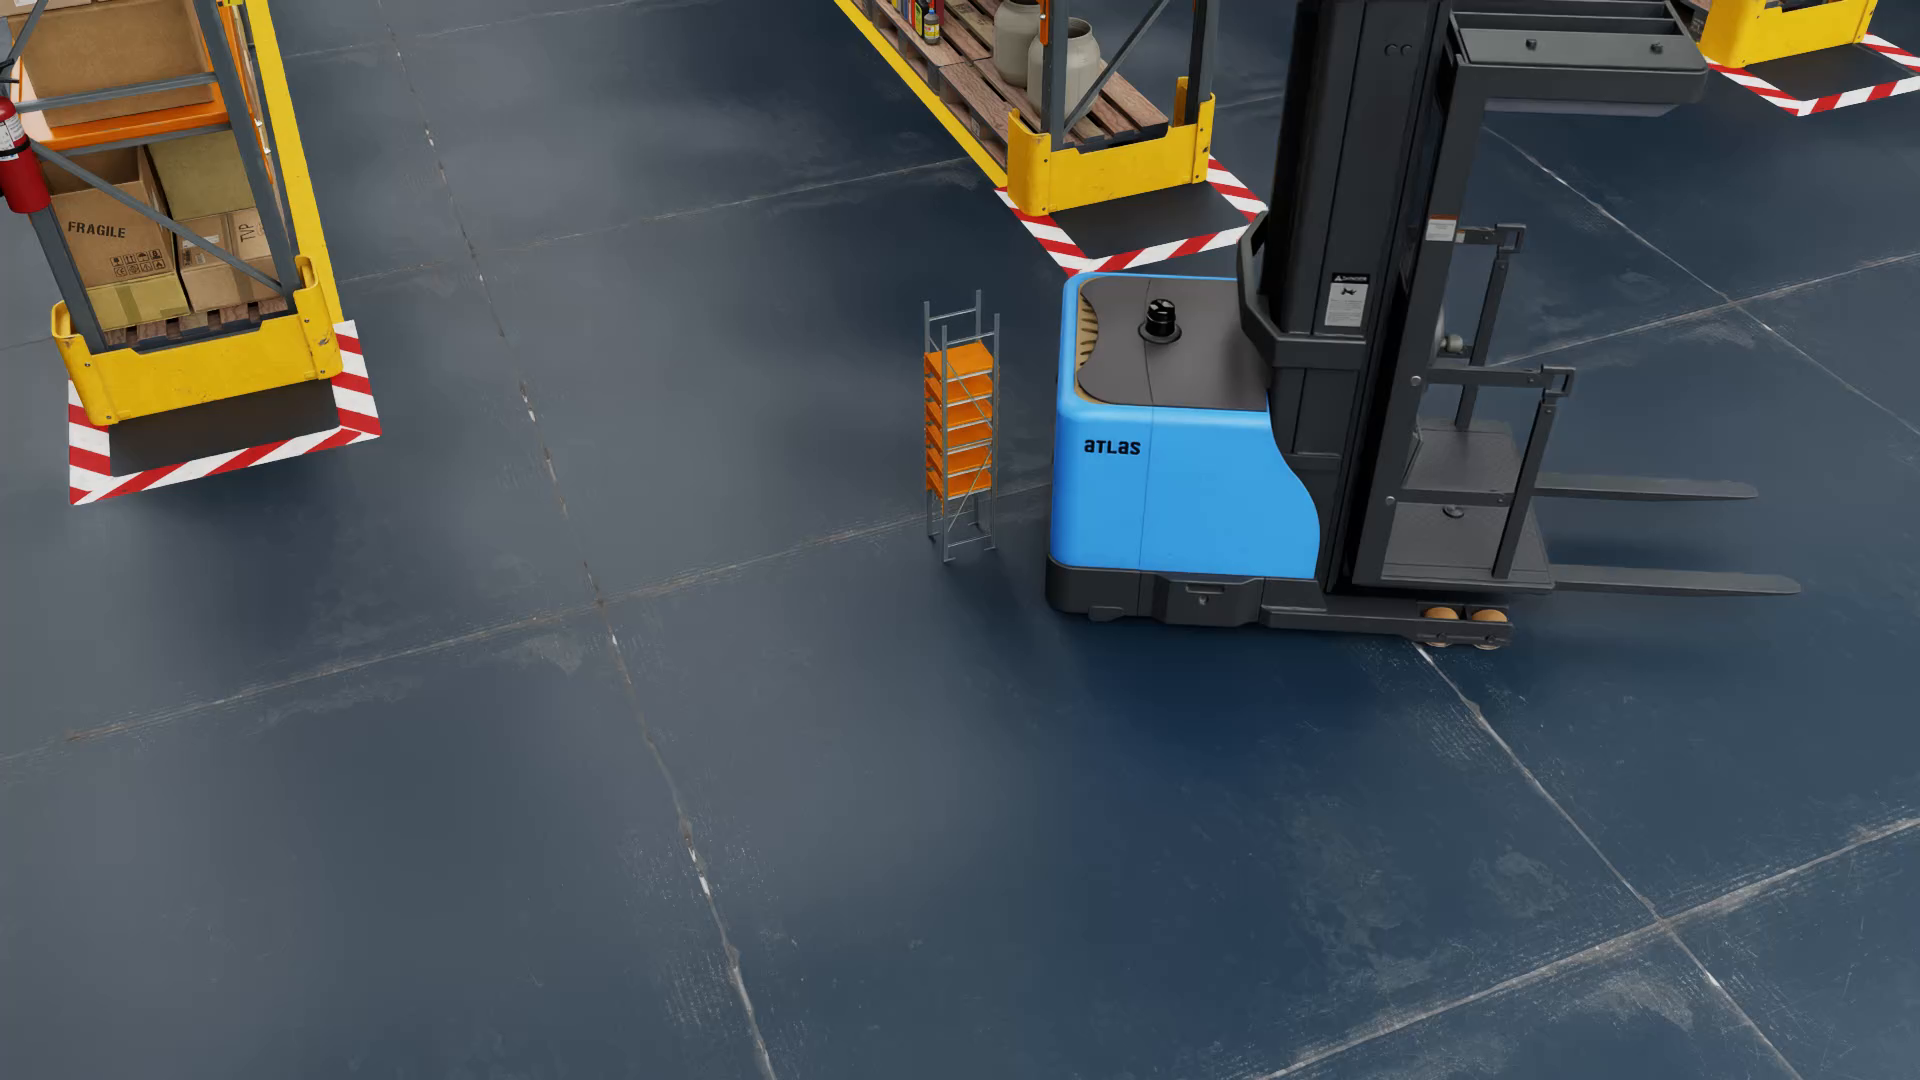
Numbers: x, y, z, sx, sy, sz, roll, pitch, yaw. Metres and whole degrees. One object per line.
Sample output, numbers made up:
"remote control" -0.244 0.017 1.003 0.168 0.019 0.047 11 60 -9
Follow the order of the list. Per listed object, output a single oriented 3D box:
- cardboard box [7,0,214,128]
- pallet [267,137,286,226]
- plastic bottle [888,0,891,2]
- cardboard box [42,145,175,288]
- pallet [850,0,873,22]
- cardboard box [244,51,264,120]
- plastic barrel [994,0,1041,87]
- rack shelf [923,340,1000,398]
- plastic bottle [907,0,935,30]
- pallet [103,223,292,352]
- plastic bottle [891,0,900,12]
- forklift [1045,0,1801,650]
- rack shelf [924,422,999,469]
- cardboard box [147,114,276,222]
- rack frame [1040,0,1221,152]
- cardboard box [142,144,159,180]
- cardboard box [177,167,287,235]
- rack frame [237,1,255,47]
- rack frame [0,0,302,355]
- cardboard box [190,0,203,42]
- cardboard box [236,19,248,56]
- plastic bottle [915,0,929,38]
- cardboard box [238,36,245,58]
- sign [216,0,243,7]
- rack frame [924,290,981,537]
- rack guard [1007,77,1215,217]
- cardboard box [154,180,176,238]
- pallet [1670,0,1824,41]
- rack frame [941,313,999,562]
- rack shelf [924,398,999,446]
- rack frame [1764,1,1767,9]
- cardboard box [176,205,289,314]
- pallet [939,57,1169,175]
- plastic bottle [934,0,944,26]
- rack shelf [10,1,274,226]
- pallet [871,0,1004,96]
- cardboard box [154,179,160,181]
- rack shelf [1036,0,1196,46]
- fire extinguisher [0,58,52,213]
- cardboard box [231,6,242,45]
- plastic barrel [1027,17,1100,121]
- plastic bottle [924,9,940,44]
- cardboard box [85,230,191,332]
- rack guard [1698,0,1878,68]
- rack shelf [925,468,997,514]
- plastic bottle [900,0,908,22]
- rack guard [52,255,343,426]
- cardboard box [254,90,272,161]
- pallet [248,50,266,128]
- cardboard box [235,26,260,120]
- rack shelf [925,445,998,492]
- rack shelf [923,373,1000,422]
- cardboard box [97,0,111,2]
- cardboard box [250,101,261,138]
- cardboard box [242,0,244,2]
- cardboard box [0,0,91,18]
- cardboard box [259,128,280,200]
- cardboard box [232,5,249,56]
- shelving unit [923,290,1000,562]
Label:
"cardboard box" -3.816 -2.250 7.489 0.700 0.500 0.500 -15 43 -17
"pallet" -4.443 -2.054 9.477 1.003 0.211 1.213 -15 43 -17
"plastic bottle" -0.441 -3.773 11.032 0.144 0.351 0.185 -15 43 -17
"cardboard box" -4.129 -1.577 7.995 0.500 0.500 0.500 -15 43 -17
"pallet" -0.383 -4.098 11.854 1.003 0.211 1.213 -15 43 -17
"cardboard box" -4.413 -2.628 9.792 0.500 0.250 0.500 -15 43 -17
"plastic barrel" 0.415 -3.056 10.090 0.421 0.512 0.421 0 41 0
"rack shelf" 0.006 -0.685 6.643 0.258 0.103 0.180 -15 43 -17
"plastic bottle" -0.250 -3.451 10.714 0.152 0.276 0.135 -15 43 -17
"pallet" -3.980 -1.321 8.624 1.003 0.211 1.213 -15 43 -17
"plastic bottle" -0.370 -3.661 10.901 0.144 0.351 0.185 -13 42 -15
"forklift" 1.893 -1.030 6.200 3.031 2.935 1.130 3 41 3
"rack shelf" 0.006 -0.413 6.878 0.258 0.103 0.180 -15 43 -17
"cardboard box" -3.842 -2.008 8.496 0.500 0.500 0.500 -15 43 -17
"rack frame" 0.929 -3.161 8.625 1.000 3.000 0.127 -15 43 -17
"cardboard box" -4.525 -2.176 8.692 0.500 0.500 0.500 -15 43 -17
"cardboard box" -3.843 -1.723 8.740 0.500 0.250 0.500 -15 43 -17
"rack frame" -5.180 -4.337 9.993 1.000 3.000 0.127 -15 43 -17
"rack frame" -3.649 -1.928 7.191 1.000 3.000 0.127 -15 43 -17
"cardboard box" -4.021 -2.565 7.856 0.700 0.500 0.500 -14 43 -16
"cardboard box" -4.618 -2.925 10.138 0.500 0.250 0.500 -15 43 -17
"plastic bottle" -0.240 -3.361 10.603 0.061 0.283 0.133 -14 43 -16
"cardboard box" -4.425 -2.909 9.544 0.500 0.500 0.500 -15 43 -17
"sign" -3.134 -2.421 7.040 0.100 0.325 0.005 -15 43 -17
"rack frame" -0.029 -0.501 6.913 0.240 1.200 0.006 -15 43 -17
"rack guard" 0.856 -2.247 9.480 1.175 0.500 0.348 -15 43 -17
"cardboard box" -4.330 -1.592 8.587 0.500 0.250 0.500 -15 43 -17
"pallet" 5.198 -3.883 11.604 1.003 0.211 1.213 -15 43 -17
"rack frame" 0.041 -0.391 6.785 0.240 1.200 0.006 -15 43 -17
"rack shelf" 0.006 -0.504 6.799 0.258 0.103 0.180 -15 43 -17
"rack frame" 5.505 -4.397 10.062 1.000 3.000 0.127 -15 43 -17
"cardboard box" -3.649 -1.423 8.391 0.500 0.250 0.500 -15 43 -17
"pallet" 0.550 -2.628 10.145 1.003 0.211 1.213 -15 43 -17
"plastic bottle" -0.152 -3.480 10.743 0.061 0.283 0.133 -15 43 -17
"rack shelf" -4.414 -2.860 8.826 1.077 0.370 4.000 -15 43 -17
"pallet" 0.087 -3.362 10.998 1.003 0.211 1.213 -15 43 -17
"cardboard box" -4.523 -1.892 8.937 0.500 0.250 0.500 -15 43 -17
"rack shelf" 0.164 -4.093 10.261 1.077 0.370 4.000 -15 43 -17
"fire extinguisher" -4.033 -1.711 6.999 0.296 0.674 0.183 -15 43 -17
"cardboard box" -4.620 -3.209 9.893 0.500 0.500 0.500 -15 43 -17
"plastic barrel" 0.606 -2.754 9.738 0.421 0.512 0.421 0 41 0
"plastic bottle" -0.179 -3.264 10.554 0.097 0.201 0.097 0 41 0
"cardboard box" -4.127 -1.294 8.240 0.500 0.250 0.500 -15 43 -17
"rack guard" 5.476 -3.495 10.930 1.175 0.500 0.348 -15 43 -17
"rack shelf" 0.006 -0.231 7.034 0.258 0.103 0.180 -15 43 -17
"plastic bottle" -0.303 -3.534 10.811 0.152 0.276 0.135 -16 43 -18
"rack guard" -3.640 -0.965 7.989 1.175 0.500 0.348 -15 43 -17
"cardboard box" -4.221 -2.327 9.442 0.500 0.250 0.500 -15 43 -17
"pallet" -4.914 -2.790 10.333 1.003 0.211 1.213 -15 43 -17
"cardboard box" -4.220 -2.611 9.198 0.500 0.500 0.500 -15 43 -17
"rack shelf" 0.006 -0.322 6.956 0.258 0.103 0.180 -15 43 -17
"rack shelf" 0.006 -0.594 6.721 0.258 0.103 0.180 -15 43 -17
"cardboard box" -3.600 -2.501 7.284 0.380 0.149 0.250 -15 43 -17
"cardboard box" -4.045 -2.306 8.842 0.500 0.500 0.500 -15 43 -17
"cardboard box" -5.105 -3.759 11.107 0.500 0.250 0.500 -16 43 -18
"cardboard box" -3.971 -2.394 7.159 0.380 0.149 0.250 -16 43 -18
"cardboard box" -4.034 -2.024 9.090 0.500 0.250 0.500 -15 43 -17
"cardboard box" -4.800 -3.229 10.491 0.500 0.250 0.500 -15 43 -17
"shelving unit" 0.006 -0.446 6.849 0.258 1.200 0.189 -15 43 -17
